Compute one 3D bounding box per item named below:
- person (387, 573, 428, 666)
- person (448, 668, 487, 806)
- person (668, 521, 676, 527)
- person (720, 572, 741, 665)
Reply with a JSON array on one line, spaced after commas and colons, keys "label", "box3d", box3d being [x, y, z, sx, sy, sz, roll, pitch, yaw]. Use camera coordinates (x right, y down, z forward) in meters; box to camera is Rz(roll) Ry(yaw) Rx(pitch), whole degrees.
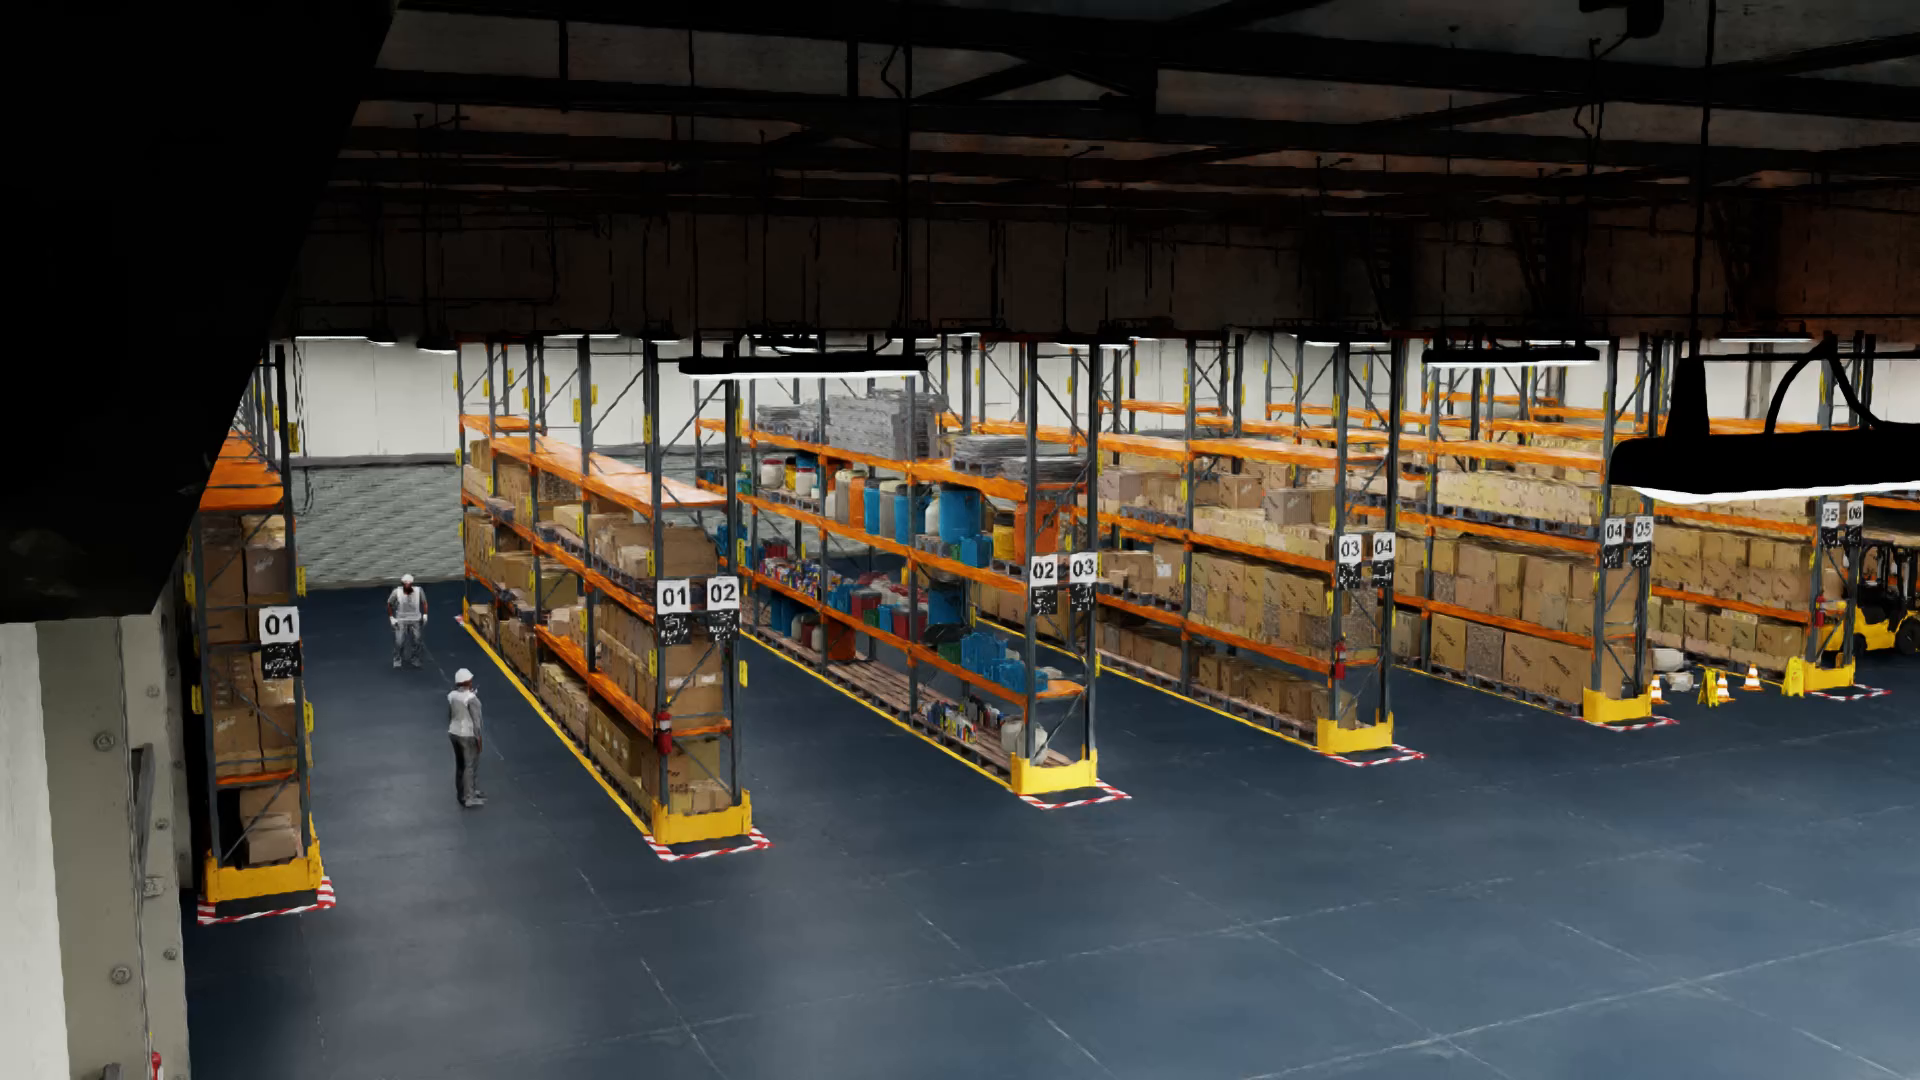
[{"label": "person", "box3d": [-9.960, 1.442, 30.006, 0.702, 1.735, 0.549, -4, 9, -26]}, {"label": "person", "box3d": [-6.387, 2.531, 21.639, 0.584, 1.776, 0.450, 6, 10, 36]}, {"label": "person", "box3d": [-6.784, 0.367, 38.364, 0.547, 1.621, 0.546, 4, 9, 29]}, {"label": "person", "box3d": [-4.275, 1.427, 30.097, 0.677, 1.742, 0.552, -4, 9, -26]}]
